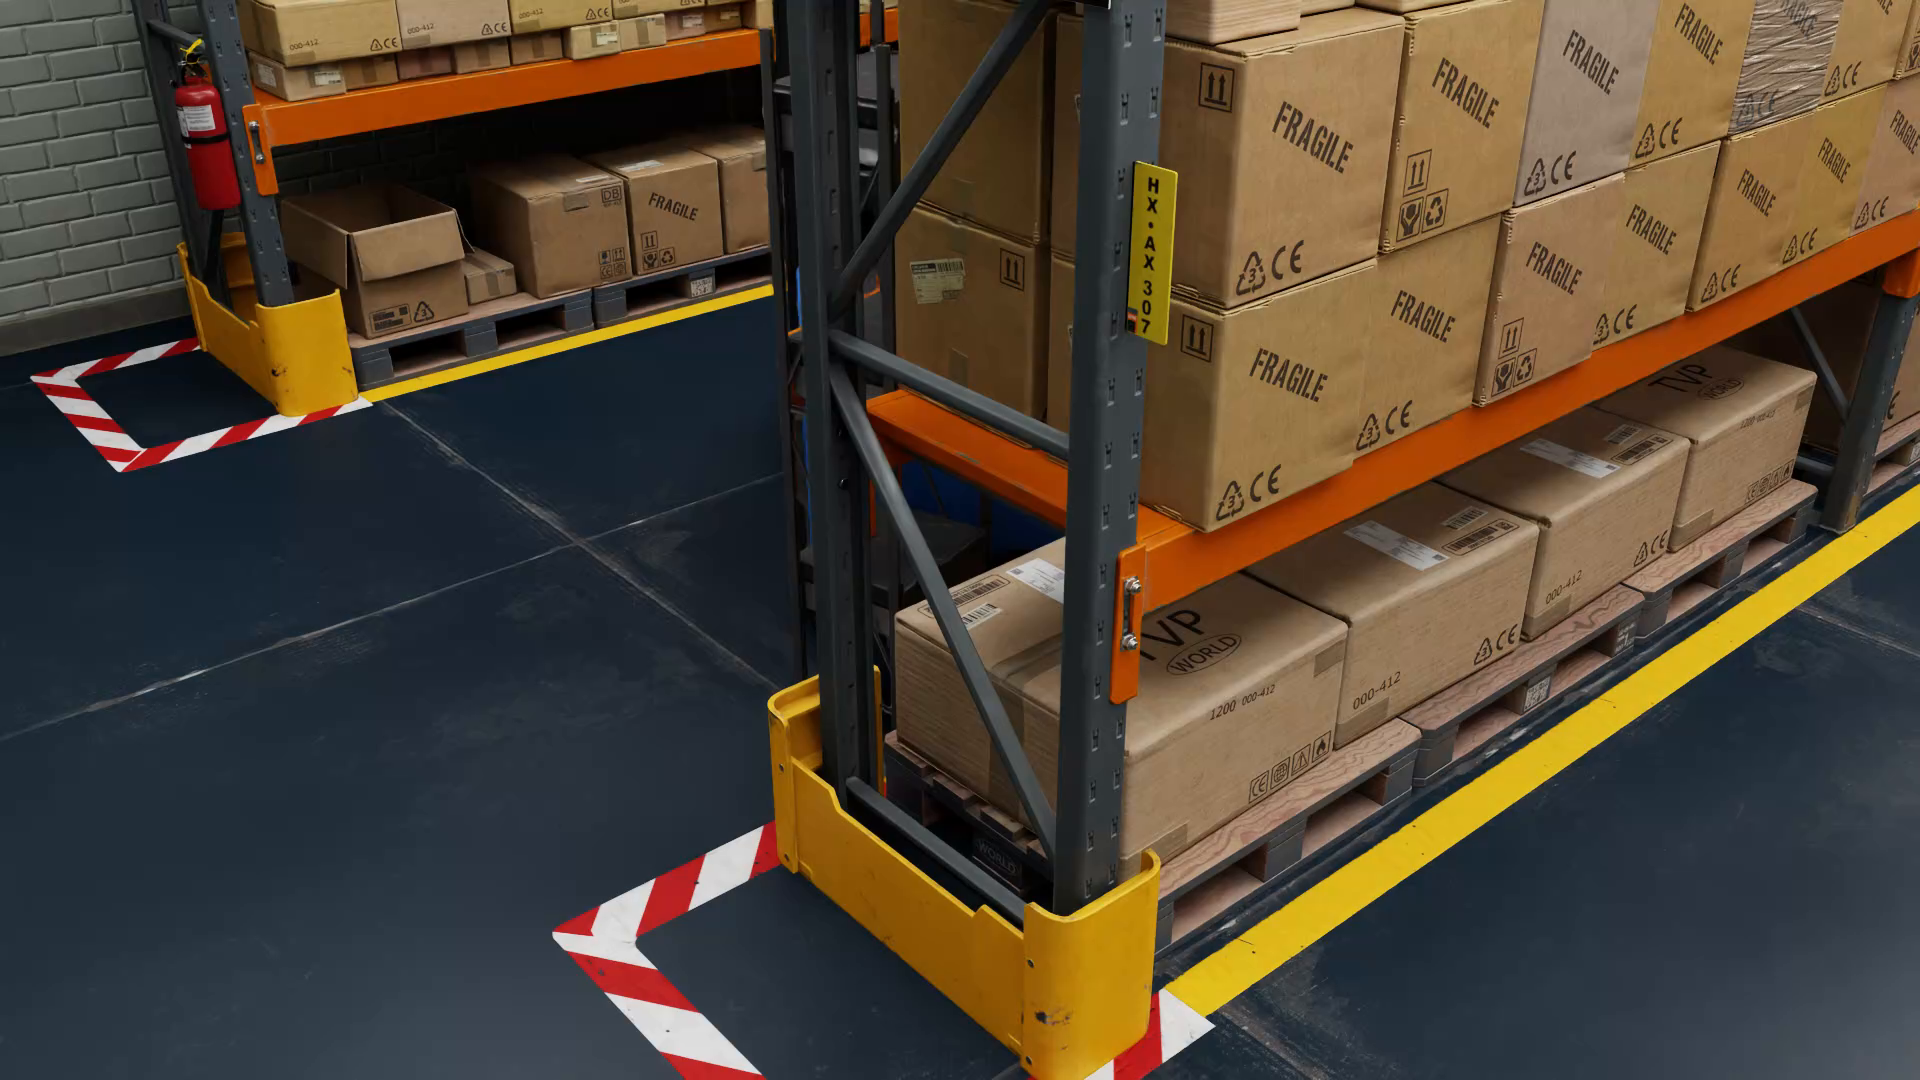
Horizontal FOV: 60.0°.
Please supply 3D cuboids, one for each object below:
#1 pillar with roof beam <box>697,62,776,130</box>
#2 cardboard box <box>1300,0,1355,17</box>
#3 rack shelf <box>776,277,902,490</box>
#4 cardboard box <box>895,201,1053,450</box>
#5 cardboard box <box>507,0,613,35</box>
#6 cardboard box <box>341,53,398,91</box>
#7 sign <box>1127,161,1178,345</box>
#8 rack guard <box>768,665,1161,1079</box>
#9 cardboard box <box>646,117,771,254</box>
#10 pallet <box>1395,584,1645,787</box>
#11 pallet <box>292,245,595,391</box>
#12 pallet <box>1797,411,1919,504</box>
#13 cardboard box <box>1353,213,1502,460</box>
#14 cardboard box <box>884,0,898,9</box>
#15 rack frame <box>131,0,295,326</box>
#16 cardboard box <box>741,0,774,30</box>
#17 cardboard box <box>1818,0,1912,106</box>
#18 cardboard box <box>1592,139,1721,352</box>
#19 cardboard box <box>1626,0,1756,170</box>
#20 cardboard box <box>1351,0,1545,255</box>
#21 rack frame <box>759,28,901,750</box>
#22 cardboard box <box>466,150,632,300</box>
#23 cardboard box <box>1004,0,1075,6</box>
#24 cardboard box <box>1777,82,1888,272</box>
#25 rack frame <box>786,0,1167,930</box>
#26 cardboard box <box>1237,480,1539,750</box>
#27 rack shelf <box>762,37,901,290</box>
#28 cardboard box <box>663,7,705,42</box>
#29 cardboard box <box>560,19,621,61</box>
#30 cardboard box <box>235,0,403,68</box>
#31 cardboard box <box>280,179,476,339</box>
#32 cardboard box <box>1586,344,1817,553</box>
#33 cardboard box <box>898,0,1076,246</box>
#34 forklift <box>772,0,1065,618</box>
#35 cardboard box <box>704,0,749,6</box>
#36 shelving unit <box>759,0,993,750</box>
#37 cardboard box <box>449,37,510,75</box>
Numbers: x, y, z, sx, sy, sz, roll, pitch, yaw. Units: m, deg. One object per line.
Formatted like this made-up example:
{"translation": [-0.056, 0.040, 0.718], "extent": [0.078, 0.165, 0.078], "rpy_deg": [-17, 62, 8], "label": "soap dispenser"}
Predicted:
{"translation": [1.492, -4.521, 5.162], "extent": [0.400, 9.000, 9.100], "rpy_deg": [-22, 35, -35], "label": "pillar with roof beam"}
{"translation": [0.597, -1.192, 3.444], "extent": [0.250, 0.149, 0.380], "rpy_deg": [-21, 35, -34], "label": "cardboard box"}
{"translation": [-0.207, -0.411, 4.820], "extent": [0.431, 0.518, 0.480], "rpy_deg": [17, 33, 29], "label": "rack shelf"}
{"translation": [0.190, -0.593, 4.071], "extent": [0.500, 0.500, 0.500], "rpy_deg": [-22, 35, -35], "label": "cardboard box"}
{"translation": [-1.943, -2.503, 7.594], "extent": [0.500, 0.250, 0.500], "rpy_deg": [-23, 36, -36], "label": "cardboard box"}
{"translation": [-2.639, -2.071, 7.209], "extent": [0.250, 0.149, 0.380], "rpy_deg": [-21, 35, -34], "label": "cardboard box"}
{"translation": [0.350, -0.522, 3.042], "extent": [0.005, 0.325, 0.100], "rpy_deg": [-22, 35, -35], "label": "sign"}
{"translation": [-0.024, 0.804, 4.216], "extent": [0.348, 0.500, 1.175], "rpy_deg": [-22, 35, -35], "label": "rack guard"}
{"translation": [-1.238, -1.886, 8.803], "extent": [0.500, 0.500, 0.700], "rpy_deg": [-23, 36, -37], "label": "cardboard box"}
{"translation": [1.479, 0.280, 5.503], "extent": [1.213, 0.211, 1.003], "rpy_deg": [-22, 35, -35], "label": "pallet"}
{"translation": [-2.566, -1.122, 8.126], "extent": [1.213, 0.211, 1.003], "rpy_deg": [-22, 35, -35], "label": "pallet"}
{"translation": [3.575, -0.563, 7.080], "extent": [1.213, 0.211, 1.003], "rpy_deg": [-22, 35, -35], "label": "pallet"}
{"translation": [0.913, -0.559, 4.007], "extent": [0.500, 0.500, 0.500], "rpy_deg": [-22, 35, -36], "label": "cardboard box"}
{"translation": [-0.450, -2.922, 8.802], "extent": [0.250, 0.149, 0.380], "rpy_deg": [-21, 34, -34], "label": "cardboard box"}
{"translation": [-3.230, -2.085, 6.969], "extent": [0.127, 3.000, 1.000], "rpy_deg": [-22, 35, -35], "label": "rack frame"}
{"translation": [-1.025, -2.675, 8.340], "extent": [0.250, 0.149, 0.380], "rpy_deg": [-22, 35, -36], "label": "cardboard box"}
{"translation": [2.466, -1.619, 4.931], "extent": [0.500, 0.500, 0.500], "rpy_deg": [-22, 35, -36], "label": "cardboard box"}
{"translation": [1.681, -0.867, 4.584], "extent": [0.500, 0.500, 0.500], "rpy_deg": [-21, 34, -33], "label": "cardboard box"}
{"translation": [1.698, -1.310, 4.351], "extent": [0.500, 0.500, 0.500], "rpy_deg": [-22, 35, -35], "label": "cardboard box"}
{"translation": [0.933, -0.997, 3.765], "extent": [0.500, 0.500, 0.500], "rpy_deg": [-23, 36, -36], "label": "cardboard box"}
{"translation": [-0.341, -0.326, 4.633], "extent": [0.400, 2.100, 0.015], "rpy_deg": [17, 33, 29], "label": "rack frame"}
{"translation": [-2.028, -1.568, 8.209], "extent": [0.500, 0.500, 0.700], "rpy_deg": [-20, 34, -33], "label": "cardboard box"}
{"translation": [0.137, -1.259, 3.568], "extent": [0.250, 0.149, 0.380], "rpy_deg": [-21, 35, -34], "label": "cardboard box"}
{"translation": [2.463, -1.181, 5.171], "extent": [0.500, 0.500, 0.500], "rpy_deg": [-23, 36, -36], "label": "cardboard box"}
{"translation": [-0.006, -0.306, 3.640], "extent": [0.127, 3.000, 1.000], "rpy_deg": [-22, 35, -35], "label": "rack frame"}
{"translation": [1.122, 0.118, 5.120], "extent": [0.875, 0.438, 0.875], "rpy_deg": [-21, 34, -34], "label": "cardboard box"}
{"translation": [-0.207, -1.028, 4.490], "extent": [0.431, 0.518, 0.480], "rpy_deg": [17, 33, 29], "label": "rack shelf"}
{"translation": [-1.451, -2.544, 8.094], "extent": [0.250, 0.149, 0.380], "rpy_deg": [-22, 35, -35], "label": "cardboard box"}
{"translation": [-1.790, -2.352, 7.736], "extent": [0.250, 0.149, 0.380], "rpy_deg": [-23, 36, -36], "label": "cardboard box"}
{"translation": [-2.710, -2.192, 7.013], "extent": [0.500, 0.250, 0.500], "rpy_deg": [-22, 35, -35], "label": "cardboard box"}
{"translation": [-2.703, -1.322, 7.745], "extent": [0.637, 0.503, 0.797], "rpy_deg": [-24, 36, -37], "label": "cardboard box"}
{"translation": [2.490, -0.431, 6.148], "extent": [0.875, 0.438, 0.875], "rpy_deg": [-22, 35, -36], "label": "cardboard box"}
{"translation": [0.207, -1.024, 3.817], "extent": [0.500, 0.500, 0.500], "rpy_deg": [-21, 34, -33], "label": "cardboard box"}
{"translation": [-0.148, -1.676, 6.277], "extent": [1.130, 2.935, 3.031], "rpy_deg": [-3, 28, -6], "label": "forklift"}
{"translation": [-1.176, -2.824, 8.195], "extent": [0.500, 0.250, 0.500], "rpy_deg": [-22, 35, -35], "label": "cardboard box"}
{"translation": [-0.207, -0.423, 4.813], "extent": [0.431, 2.100, 0.503], "rpy_deg": [17, 33, 29], "label": "shelving unit"}
{"translation": [-2.229, -2.219, 7.486], "extent": [0.250, 0.149, 0.380], "rpy_deg": [-21, 34, -33], "label": "cardboard box"}
